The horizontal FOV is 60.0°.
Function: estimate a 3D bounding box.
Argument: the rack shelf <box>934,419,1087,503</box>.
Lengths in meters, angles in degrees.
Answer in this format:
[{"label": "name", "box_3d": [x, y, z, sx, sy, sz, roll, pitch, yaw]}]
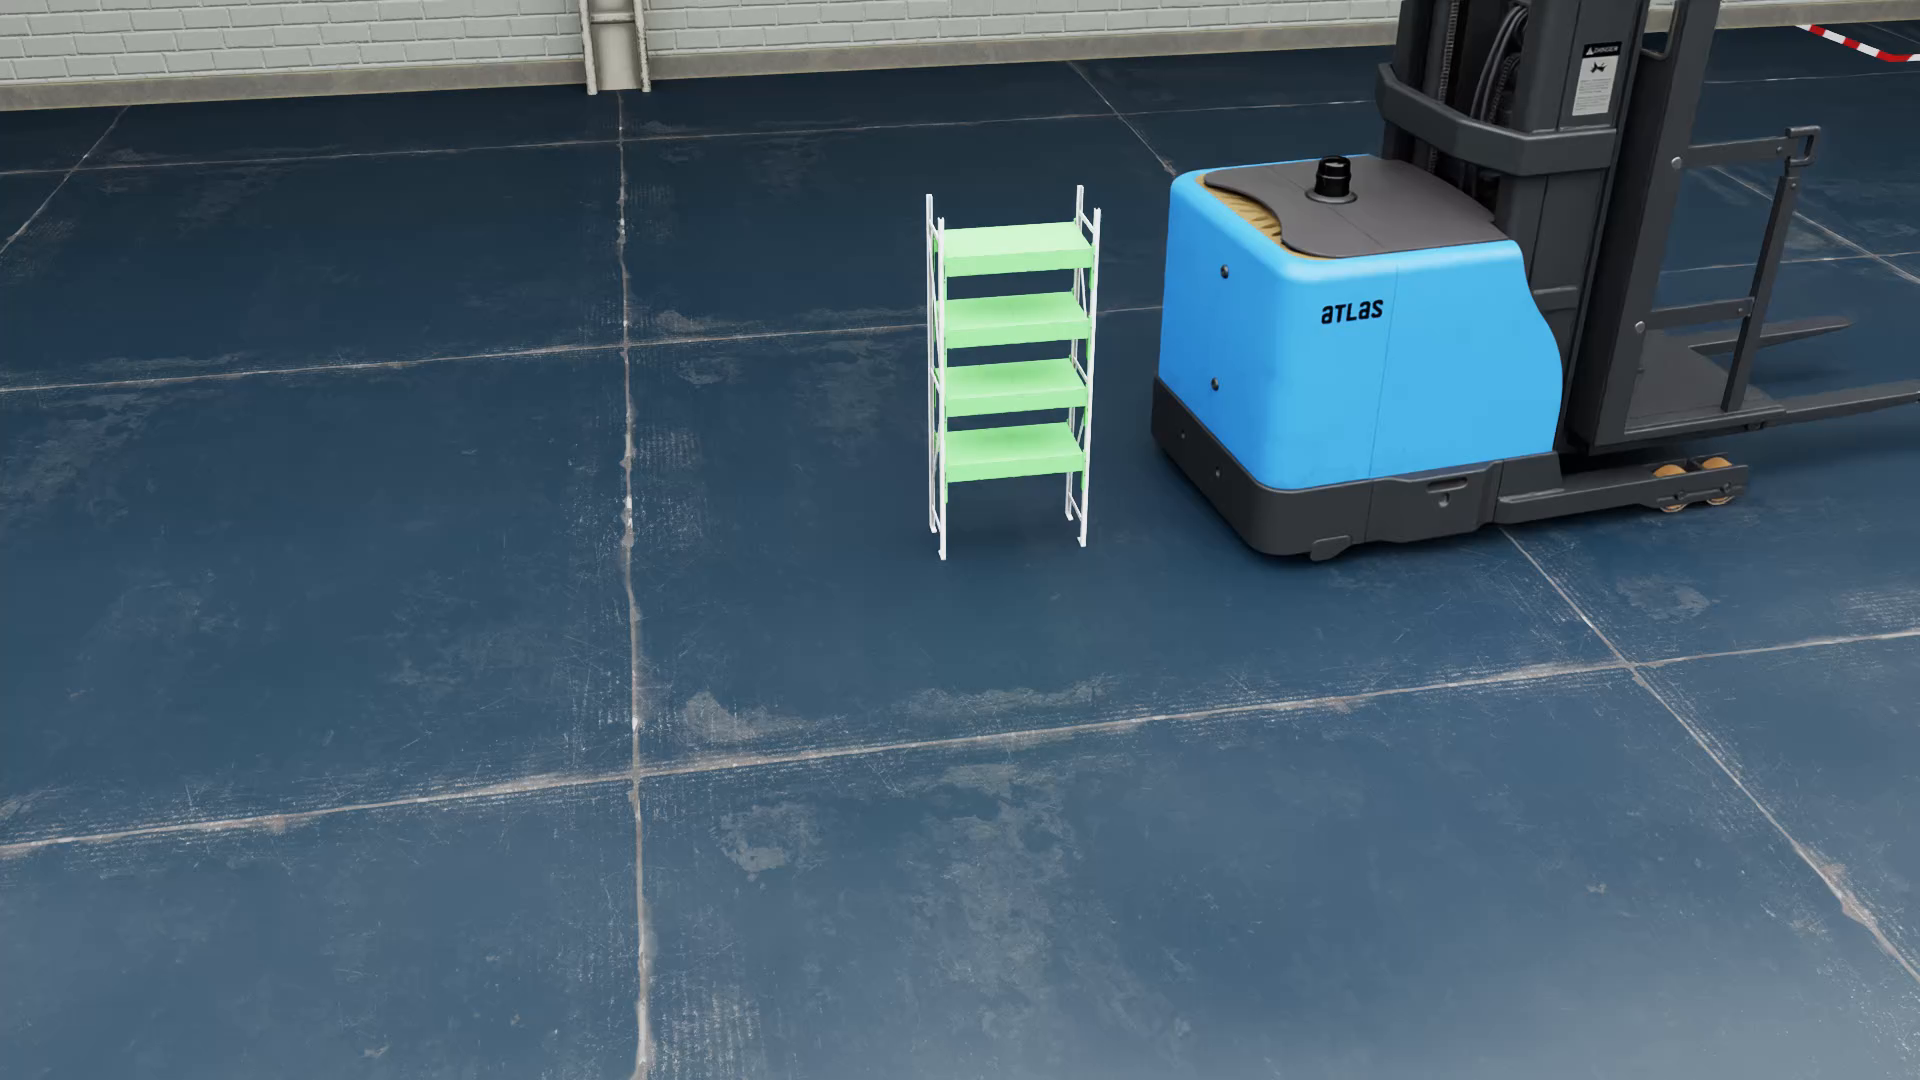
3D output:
[{"label": "rack shelf", "box_3d": [0.163, -0.270, 5.626, 0.480, 0.148, 0.258, -5, 31, -9]}]

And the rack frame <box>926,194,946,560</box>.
[{"label": "rack frame", "box_3d": [-0.077, -0.510, 5.434, 0.015, 1.200, 0.240, -5, 31, -9]}]

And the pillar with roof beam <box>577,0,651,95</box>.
[{"label": "pillar with roof beam", "box_3d": [-1.420, -4.657, 4.792, 0.400, 9.000, 9.100, -5, 31, -9]}]

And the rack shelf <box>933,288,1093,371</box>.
[{"label": "rack shelf", "box_3d": [0.163, -0.684, 5.382, 0.480, 0.148, 0.258, -5, 31, -9]}]

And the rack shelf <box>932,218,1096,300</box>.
[{"label": "rack shelf", "box_3d": [0.163, -0.891, 5.261, 0.480, 0.148, 0.258, -5, 31, -9]}]

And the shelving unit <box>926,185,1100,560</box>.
[{"label": "shelving unit", "box_3d": [0.163, -0.532, 5.472, 0.503, 1.200, 0.258, -5, 31, -9]}]

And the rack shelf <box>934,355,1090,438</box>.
[{"label": "rack shelf", "box_3d": [0.163, -0.477, 5.504, 0.480, 0.148, 0.258, -5, 31, -9]}]

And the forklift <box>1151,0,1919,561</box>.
[{"label": "forklift", "box_3d": [2.298, -1.609, 5.595, 3.031, 2.935, 1.130, -9, 32, -14]}]

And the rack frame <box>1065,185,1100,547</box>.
[{"label": "rack frame", "box_3d": [0.403, -0.555, 5.509, 0.015, 1.200, 0.240, -5, 31, -9]}]
